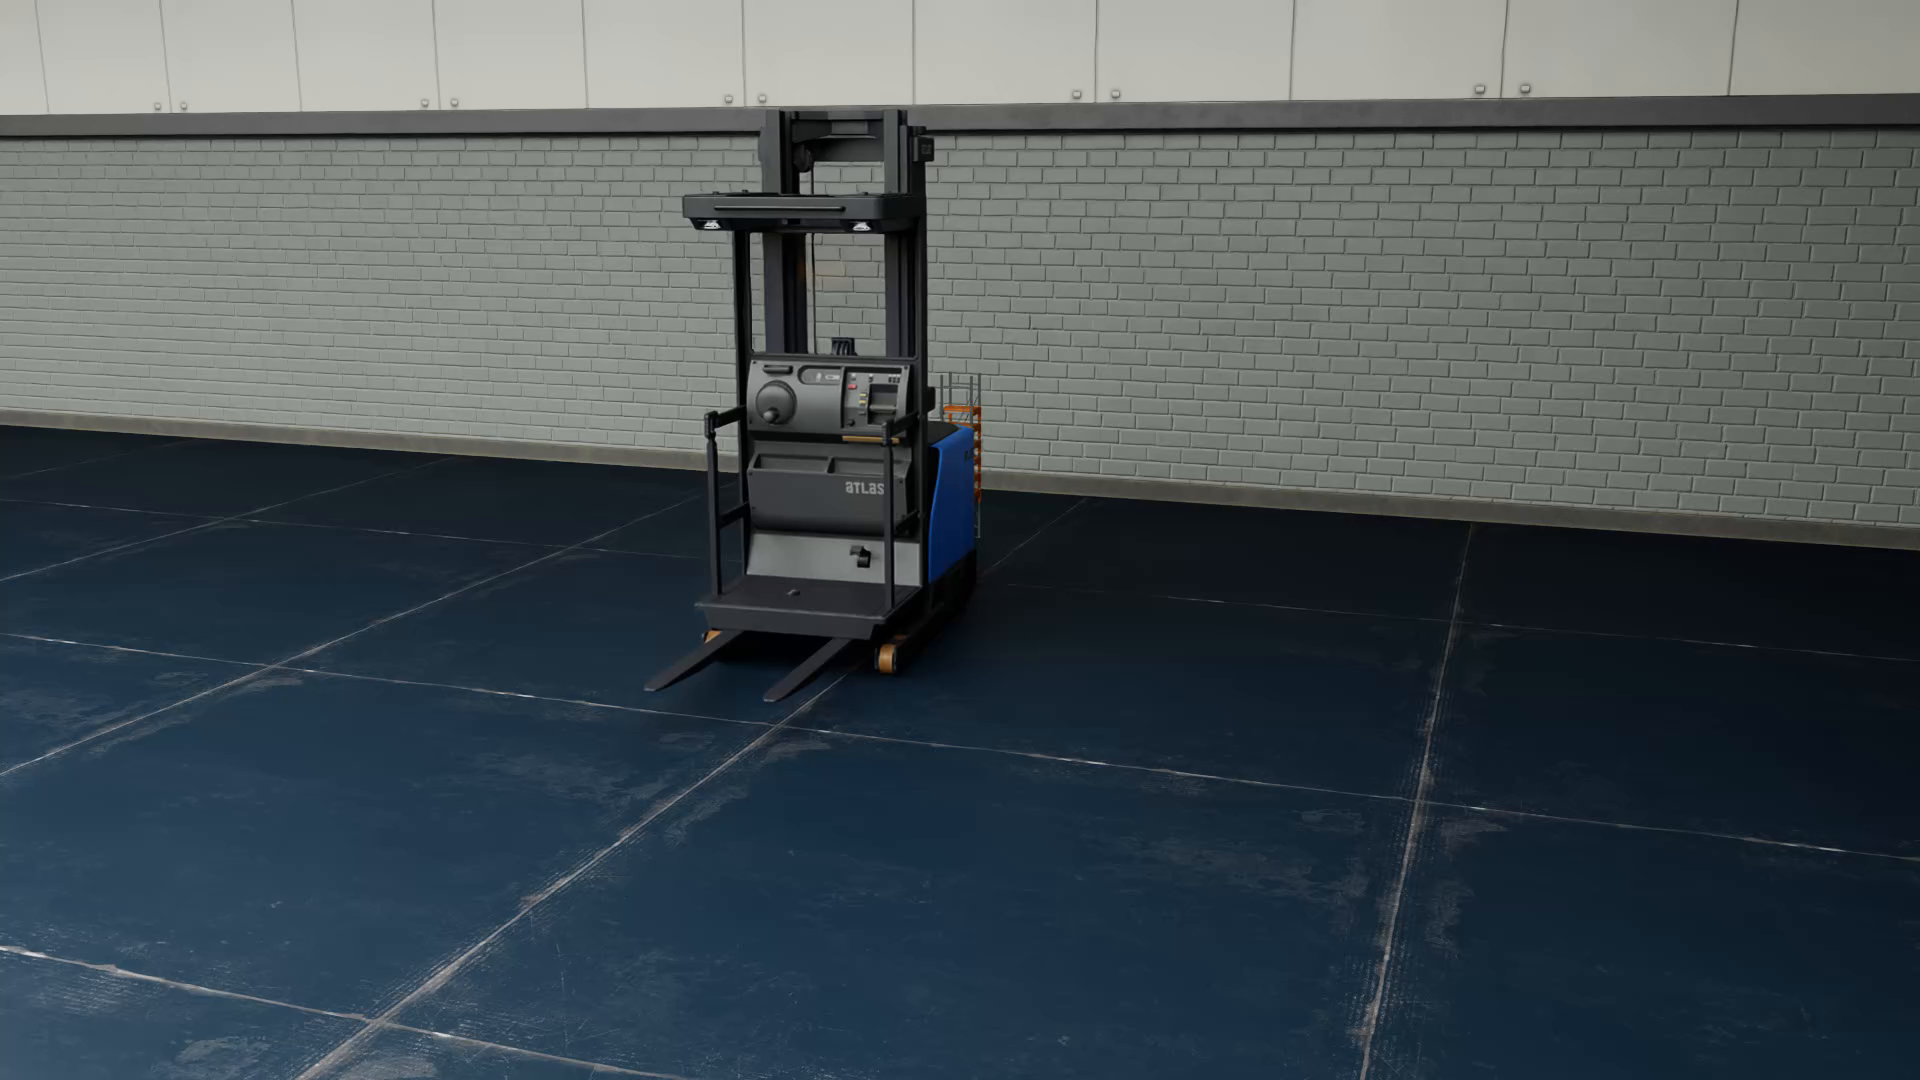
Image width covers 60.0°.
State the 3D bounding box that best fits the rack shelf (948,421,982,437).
[{"bbox_3d":[0.005,-0.779,11.824,0.258,0.103,0.180,4,14,18],"label":"rack shelf"}]

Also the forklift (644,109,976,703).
[{"bbox_3d":[-0.780,-0.808,8.941,1.130,2.935,3.031,3,13,15],"label":"forklift"}]

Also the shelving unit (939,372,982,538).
[{"bbox_3d":[0.005,-0.588,11.868,0.258,1.200,0.189,4,14,18],"label":"shelving unit"}]

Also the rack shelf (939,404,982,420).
[{"bbox_3d":[0.005,-0.896,11.798,0.258,0.103,0.180,4,14,18],"label":"rack shelf"}]

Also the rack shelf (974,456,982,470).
[{"bbox_3d":[0.005,-0.545,11.878,0.258,0.103,0.180,4,14,18],"label":"rack shelf"}]

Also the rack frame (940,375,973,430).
[{"bbox_3d":[-0.025,-0.569,11.783,0.240,1.200,0.006,4,14,18],"label":"rack frame"}]

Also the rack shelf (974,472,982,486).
[{"bbox_3d":[0.005,-0.428,11.904,0.258,0.103,0.180,4,14,18],"label":"rack shelf"}]

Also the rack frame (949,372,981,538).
[{"bbox_3d":[0.034,-0.607,11.952,0.240,1.200,0.006,4,14,18],"label":"rack frame"}]

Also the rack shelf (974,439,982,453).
[{"bbox_3d":[0.005,-0.662,11.851,0.258,0.103,0.180,4,14,18],"label":"rack shelf"}]

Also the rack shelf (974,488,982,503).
[{"bbox_3d":[0.005,-0.311,11.931,0.258,0.103,0.180,4,14,18],"label":"rack shelf"}]
